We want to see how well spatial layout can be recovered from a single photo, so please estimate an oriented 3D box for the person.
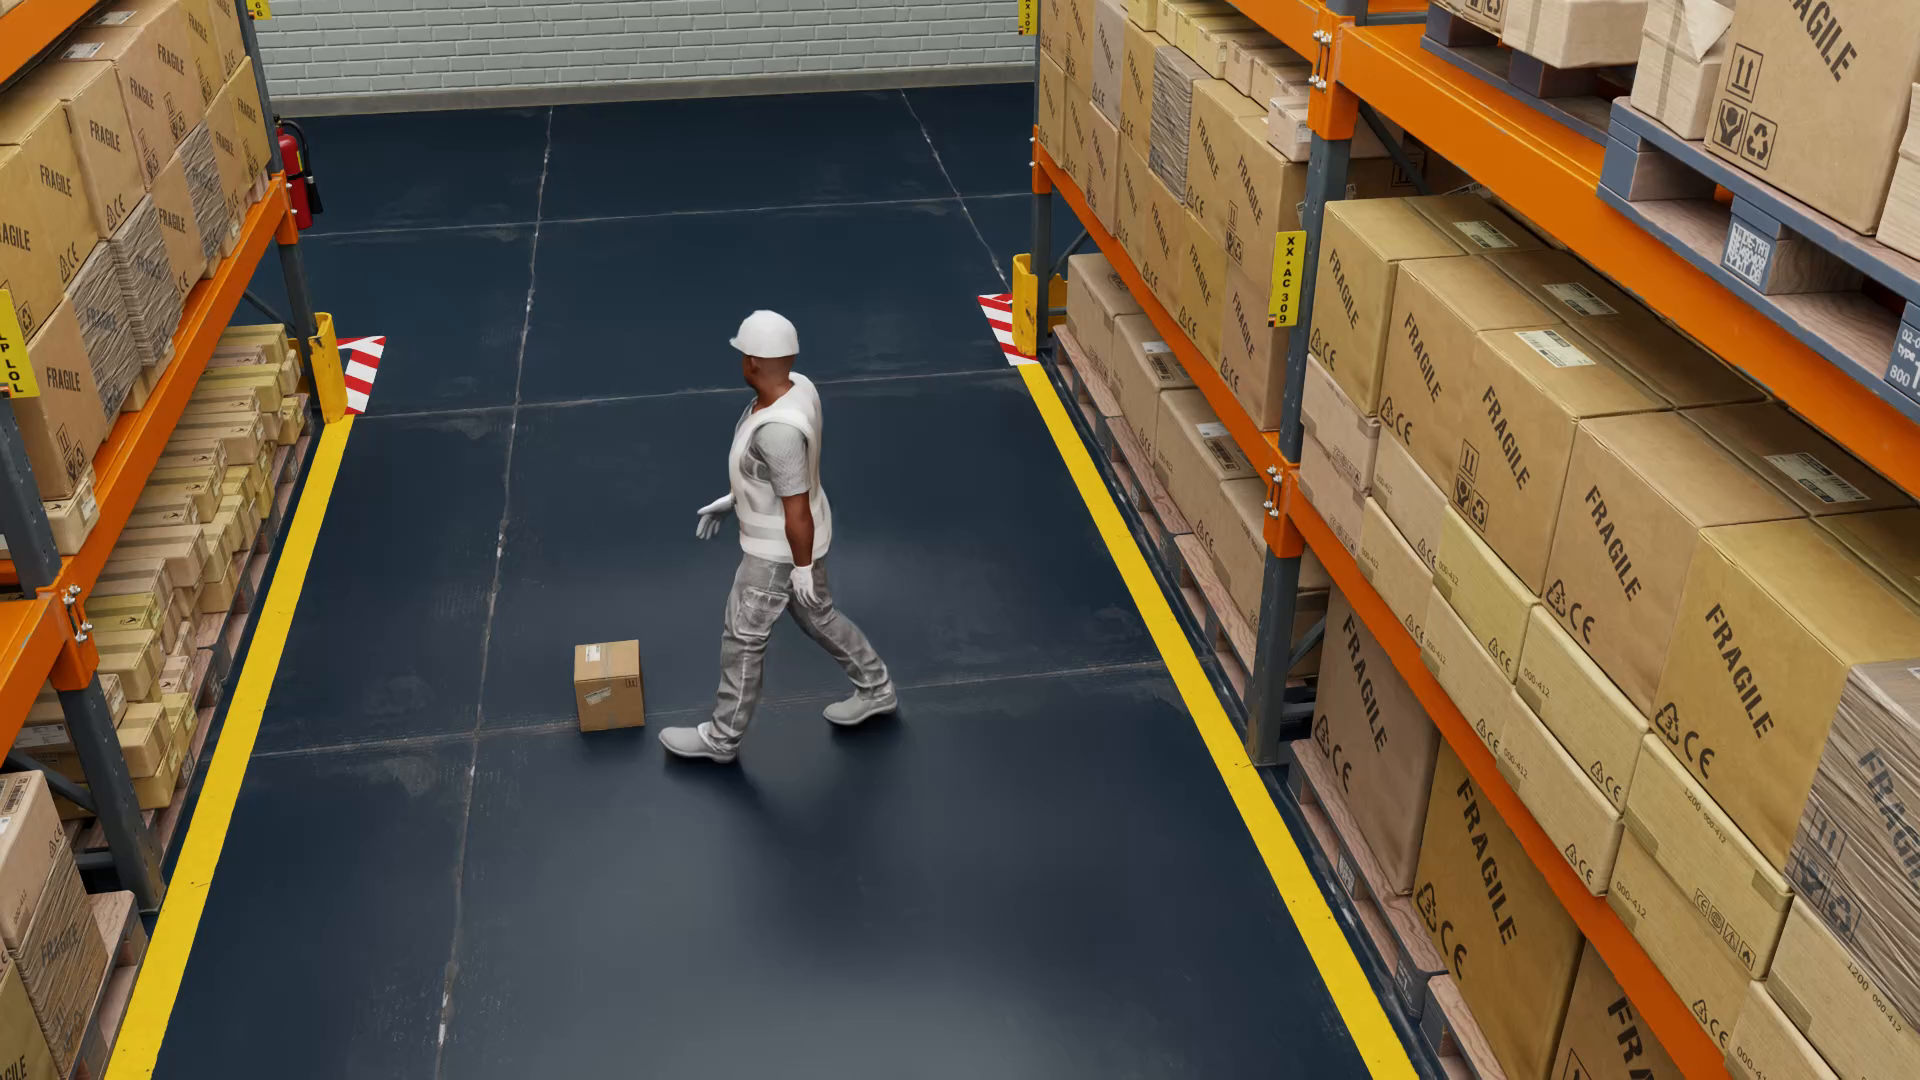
[{"bbox_3d":[-0.703,-0.011,6.155,0.910,1.747,0.564,1,30,1],"label":"person"}]
